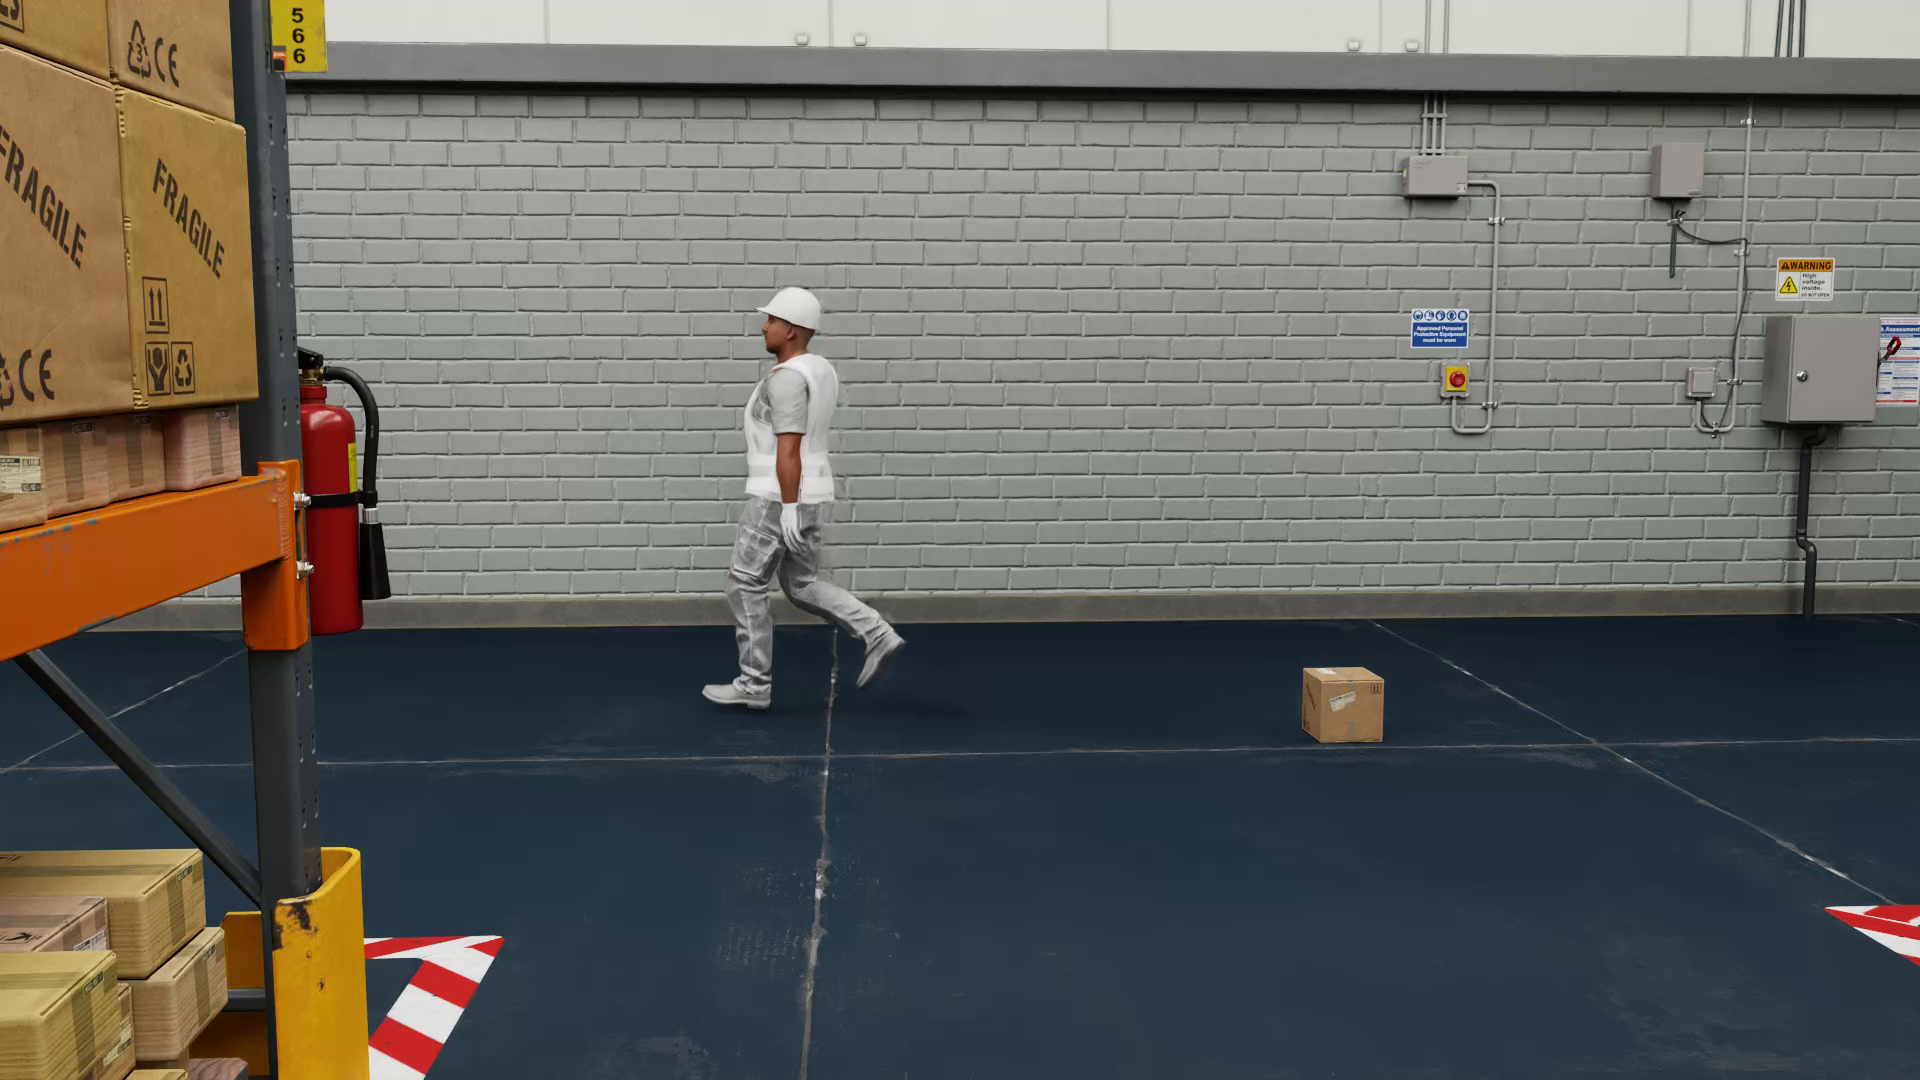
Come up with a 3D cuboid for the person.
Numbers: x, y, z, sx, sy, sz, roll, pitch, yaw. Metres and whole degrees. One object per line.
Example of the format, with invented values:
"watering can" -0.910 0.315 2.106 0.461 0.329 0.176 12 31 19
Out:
"person" -0.704 -0.502 6.927 0.340 1.088 0.552 2 7 16
